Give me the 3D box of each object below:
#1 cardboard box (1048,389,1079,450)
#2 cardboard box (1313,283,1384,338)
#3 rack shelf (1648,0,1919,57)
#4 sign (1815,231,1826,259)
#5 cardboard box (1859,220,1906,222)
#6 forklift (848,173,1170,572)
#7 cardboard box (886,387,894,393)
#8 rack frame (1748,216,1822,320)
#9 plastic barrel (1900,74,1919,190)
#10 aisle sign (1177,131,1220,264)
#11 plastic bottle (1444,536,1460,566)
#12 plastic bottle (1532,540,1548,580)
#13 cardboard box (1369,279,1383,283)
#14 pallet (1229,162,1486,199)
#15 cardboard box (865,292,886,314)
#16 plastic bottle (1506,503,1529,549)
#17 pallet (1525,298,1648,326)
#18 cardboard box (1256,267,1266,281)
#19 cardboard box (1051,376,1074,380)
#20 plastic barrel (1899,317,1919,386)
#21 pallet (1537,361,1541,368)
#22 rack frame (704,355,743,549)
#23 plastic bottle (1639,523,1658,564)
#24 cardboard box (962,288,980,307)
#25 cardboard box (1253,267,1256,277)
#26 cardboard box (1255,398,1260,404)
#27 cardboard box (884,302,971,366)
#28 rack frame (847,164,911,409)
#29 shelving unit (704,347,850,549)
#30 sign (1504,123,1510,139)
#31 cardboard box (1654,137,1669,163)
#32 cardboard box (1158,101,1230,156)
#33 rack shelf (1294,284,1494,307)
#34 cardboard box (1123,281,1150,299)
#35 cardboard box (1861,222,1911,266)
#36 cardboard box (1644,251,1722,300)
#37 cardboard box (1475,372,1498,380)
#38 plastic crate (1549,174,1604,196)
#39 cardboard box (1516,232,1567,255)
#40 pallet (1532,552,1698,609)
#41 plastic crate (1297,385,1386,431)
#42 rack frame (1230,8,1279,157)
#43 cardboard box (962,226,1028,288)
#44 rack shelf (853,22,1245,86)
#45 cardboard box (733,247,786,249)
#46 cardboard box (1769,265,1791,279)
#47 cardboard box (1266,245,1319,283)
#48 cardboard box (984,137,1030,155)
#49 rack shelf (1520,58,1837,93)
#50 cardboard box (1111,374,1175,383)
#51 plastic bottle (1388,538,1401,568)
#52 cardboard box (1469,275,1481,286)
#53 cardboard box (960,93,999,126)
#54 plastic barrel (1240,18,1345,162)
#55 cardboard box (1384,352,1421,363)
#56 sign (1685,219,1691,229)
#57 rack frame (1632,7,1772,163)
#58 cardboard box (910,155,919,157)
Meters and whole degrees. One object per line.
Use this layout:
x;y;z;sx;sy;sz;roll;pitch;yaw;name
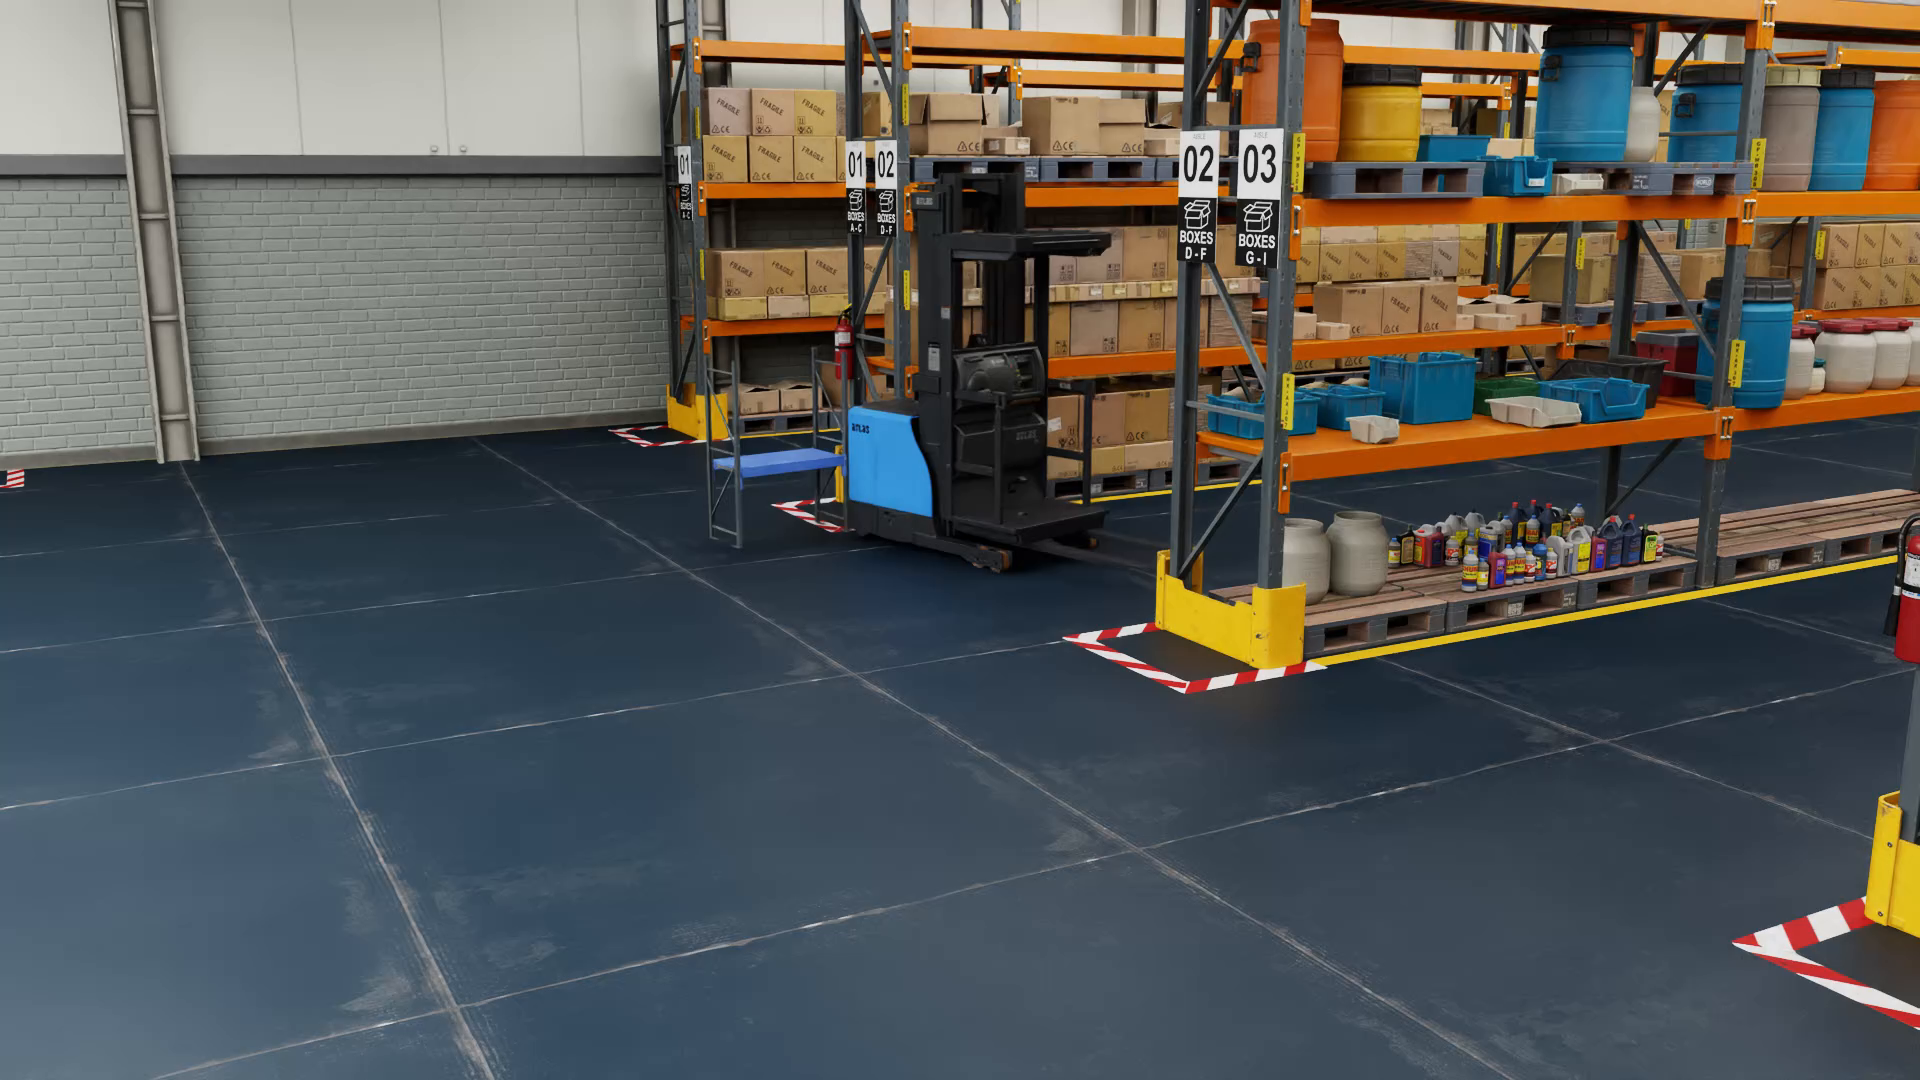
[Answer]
0.741;-1.090;15.220;0.500;0.500;0.500;-7;14;-28;cardboard box
3.949;-2.342;16.957;0.500;0.500;0.500;-6;14;-24;cardboard box
6.930;-3.796;12.532;4.000;0.370;1.077;-7;14;-28;rack shelf
10.095;-3.460;19.515;0.005;0.325;0.100;-7;14;-28;sign
11.925;-3.855;21.403;0.500;0.500;0.500;-7;14;-27;cardboard box
0.460;-1.312;12.764;1.130;2.935;3.031;-12;17;-43;forklift
-0.986;-1.774;20.151;0.250;0.149;0.380;-8;15;-32;cardboard box
9.826;-3.002;20.116;0.127;3.000;1.000;-7;14;-28;rack frame
7.860;-3.289;13.420;0.600;0.901;0.600;0;13;0;plastic barrel
1.458;-2.102;10.198;0.004;0.787;0.394;-7;14;-28;aisle sign
3.498;0.075;11.817;0.097;0.201;0.097;0;13;0;plastic bottle
3.971;0.133;11.397;0.097;0.271;0.097;0;13;0;plastic bottle
5.680;-3.576;23.194;0.250;0.149;0.380;-7;14;-28;cardboard box
2.436;-2.224;10.258;1.213;0.211;1.003;-7;14;-28;pallet
-1.159;-2.783;19.440;0.500;0.250;0.500;-7;14;-27;cardboard box
4.101;-0.103;12.265;0.185;0.351;0.144;-8;15;-30;plastic bottle
6.877;-2.572;18.644;1.003;0.211;1.213;-7;14;-28;pallet
4.227;-3.839;22.887;0.500;0.500;0.500;-7;14;-28;cardboard box
1.066;-2.190;21.201;0.500;0.500;0.700;-6;14;-26;cardboard box
7.515;-1.487;13.130;0.421;0.512;0.421;0;13;0;plastic barrel
9.226;-2.790;25.525;1.213;0.211;1.003;-7;14;-28;pallet
-1.900;-0.707;13.337;0.032;1.500;0.500;-9;16;-36;rack frame
4.910;0.019;11.876;0.133;0.283;0.061;-6;14;-25;plastic bottle
-0.029;-2.133;14.549;0.250;0.149;0.380;-7;15;-29;cardboard box
3.531;-3.747;22.199;0.500;0.500;0.700;-9;15;-34;cardboard box
3.286;-1.293;16.550;0.500;0.311;0.500;-7;14;-28;cardboard box
-0.291;-1.835;14.703;0.500;0.500;0.700;-7;14;-28;cardboard box
-0.707;-1.739;14.507;0.127;3.000;1.000;-7;14;-28;rack frame
-1.492;-0.774;13.634;1.048;1.500;0.538;-9;16;-36;shelving unit
7.718;-5.722;23.475;0.005;0.325;0.100;-7;14;-28;sign
7.586;-4.254;18.620;0.500;0.500;0.910;-7;14;-28;cardboard box
2.236;-3.943;15.965;0.500;0.500;0.500;-6;14;-23;cardboard box
5.694;-3.395;23.500;4.000;0.370;1.077;-7;14;-28;rack shelf
1.553;-2.322;15.391;0.250;0.149;0.380;-6;14;-26;cardboard box
11.279;-3.642;20.456;0.500;0.500;0.500;-7;15;-30;cardboard box
8.305;-3.058;19.180;0.500;0.500;0.700;-12;17;-42;cardboard box
5.715;-1.720;18.447;0.500;0.311;0.500;-6;14;-26;cardboard box
3.959;-2.293;10.736;0.396;0.136;0.243;-7;14;-28;plastic crate
8.577;-4.232;24.899;0.700;0.700;0.980;-7;15;-29;cardboard box
4.565;0.218;12.161;1.213;0.211;1.003;-7;14;-28;pallet
2.532;-0.889;11.068;0.408;0.251;0.499;-7;14;-28;plastic crate
3.938;-6.462;21.828;0.127;3.000;1.000;-7;14;-28;rack frame
0.215;-2.530;14.836;0.500;0.500;0.700;-7;15;-29;cardboard box
1.049;-4.331;14.906;4.000;0.370;1.077;-7;14;-28;rack shelf
-2.325;-3.138;19.308;0.500;0.500;0.500;-7;14;-27;cardboard box
10.142;-3.153;20.558;0.500;0.500;0.500;-7;14;-27;cardboard box
4.487;-3.741;22.448;0.500;0.500;0.500;-6;14;-26;cardboard box
0.410;-3.443;14.542;0.250;0.149;0.380;-7;14;-28;cardboard box
8.071;-5.172;18.645;4.000;0.370;1.077;-7;14;-28;rack shelf
1.812;-1.347;16.361;0.500;0.500;0.500;-7;14;-28;cardboard box
3.065;0.088;11.756;0.097;0.201;0.097;0;13;0;plastic bottle
7.288;-3.753;23.981;0.250;0.149;0.380;-7;14;-27;cardboard box
0.118;-5.019;19.698;0.500;0.500;0.500;-8;15;-33;cardboard box
2.029;-2.738;10.177;0.708;0.830;0.600;-7;14;-28;plastic barrel
6.162;-2.925;23.713;0.750;0.750;0.750;-6;14;-26;cardboard box
11.208;-4.951;25.602;0.005;0.325;0.100;-7;14;-28;sign
5.174;-4.132;11.474;0.127;3.000;1.000;-7;14;-28;rack frame
-0.816;-4.419;19.309;0.500;0.500;0.500;-7;15;-30;cardboard box
